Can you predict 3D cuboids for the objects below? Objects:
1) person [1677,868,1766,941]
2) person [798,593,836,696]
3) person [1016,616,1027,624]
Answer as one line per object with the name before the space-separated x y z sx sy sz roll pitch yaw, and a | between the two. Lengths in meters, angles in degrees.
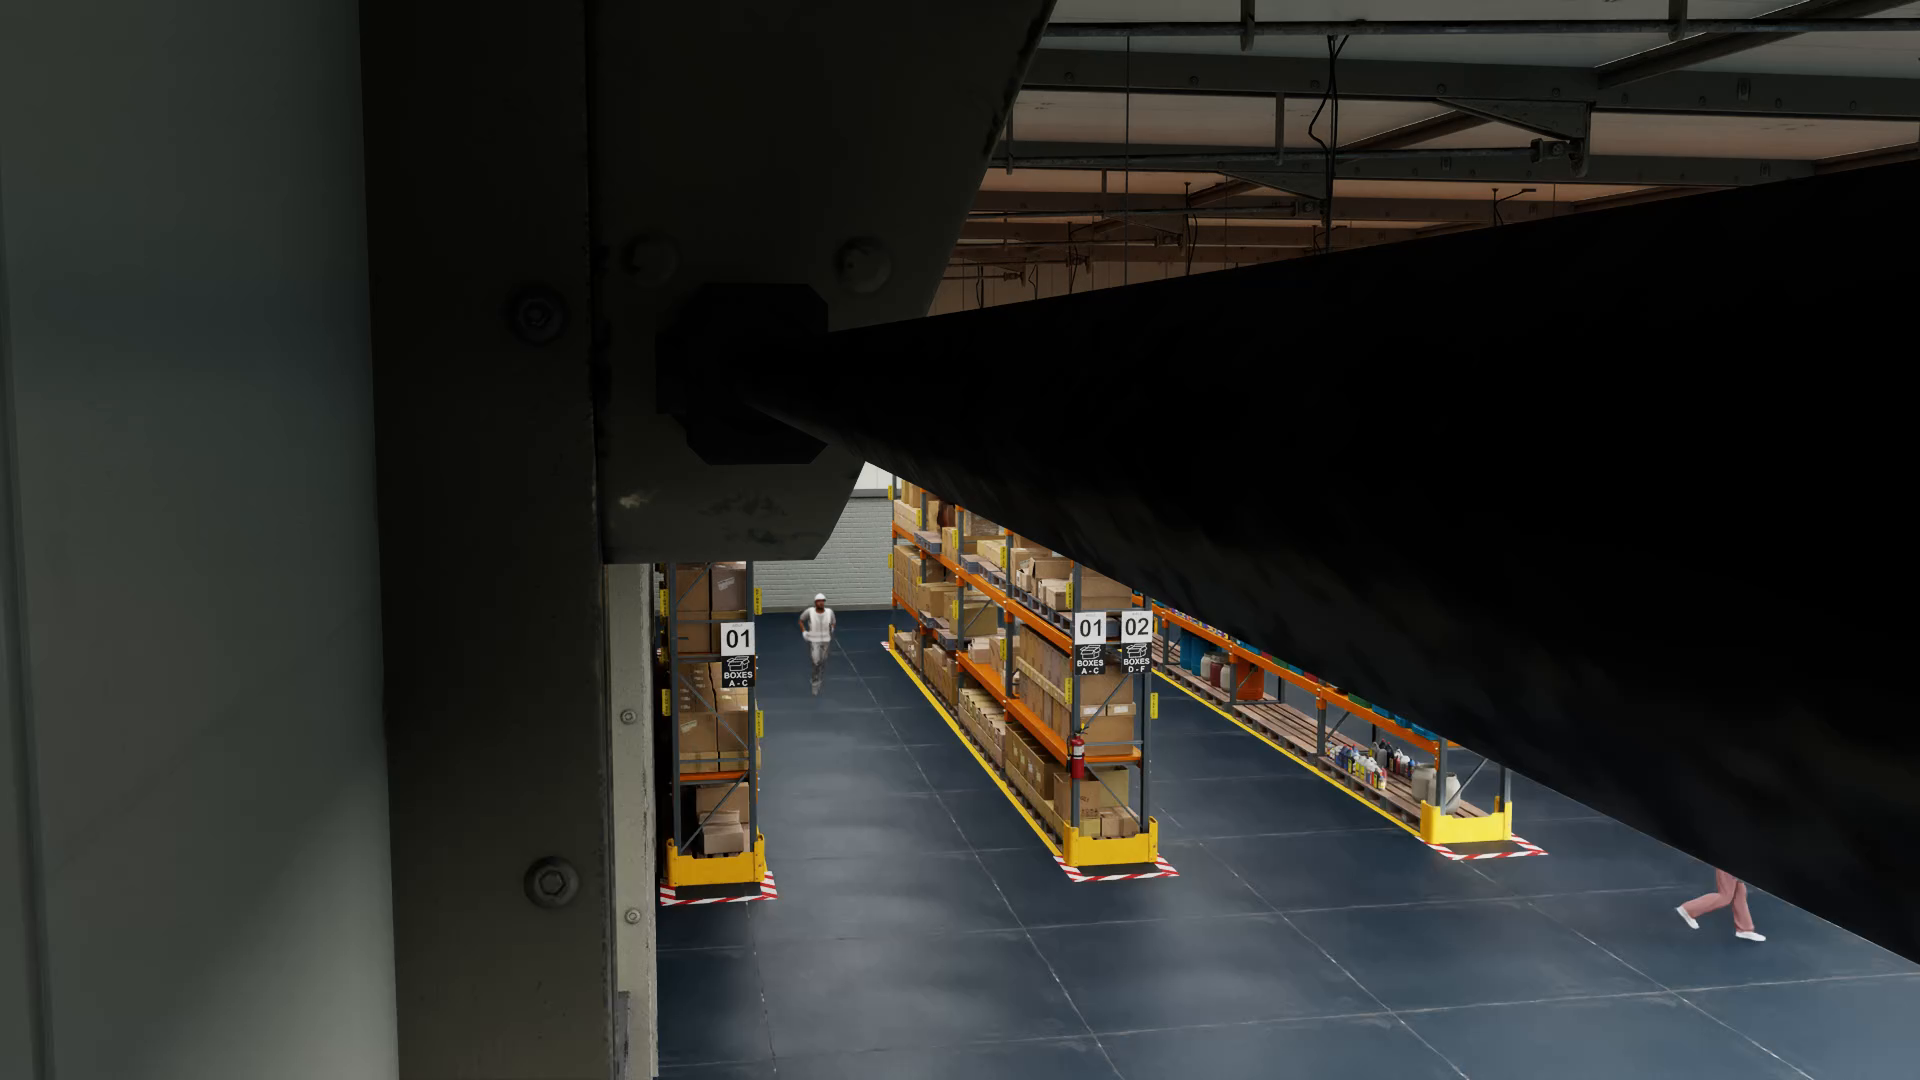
person | 8.328 3.546 18.134 0.930 1.654 0.580 1 6 12
person | -2.556 1.907 30.338 0.655 1.869 0.715 -2 7 -22
person | 1.424 1.736 34.924 0.640 1.673 0.663 -3 7 -25
